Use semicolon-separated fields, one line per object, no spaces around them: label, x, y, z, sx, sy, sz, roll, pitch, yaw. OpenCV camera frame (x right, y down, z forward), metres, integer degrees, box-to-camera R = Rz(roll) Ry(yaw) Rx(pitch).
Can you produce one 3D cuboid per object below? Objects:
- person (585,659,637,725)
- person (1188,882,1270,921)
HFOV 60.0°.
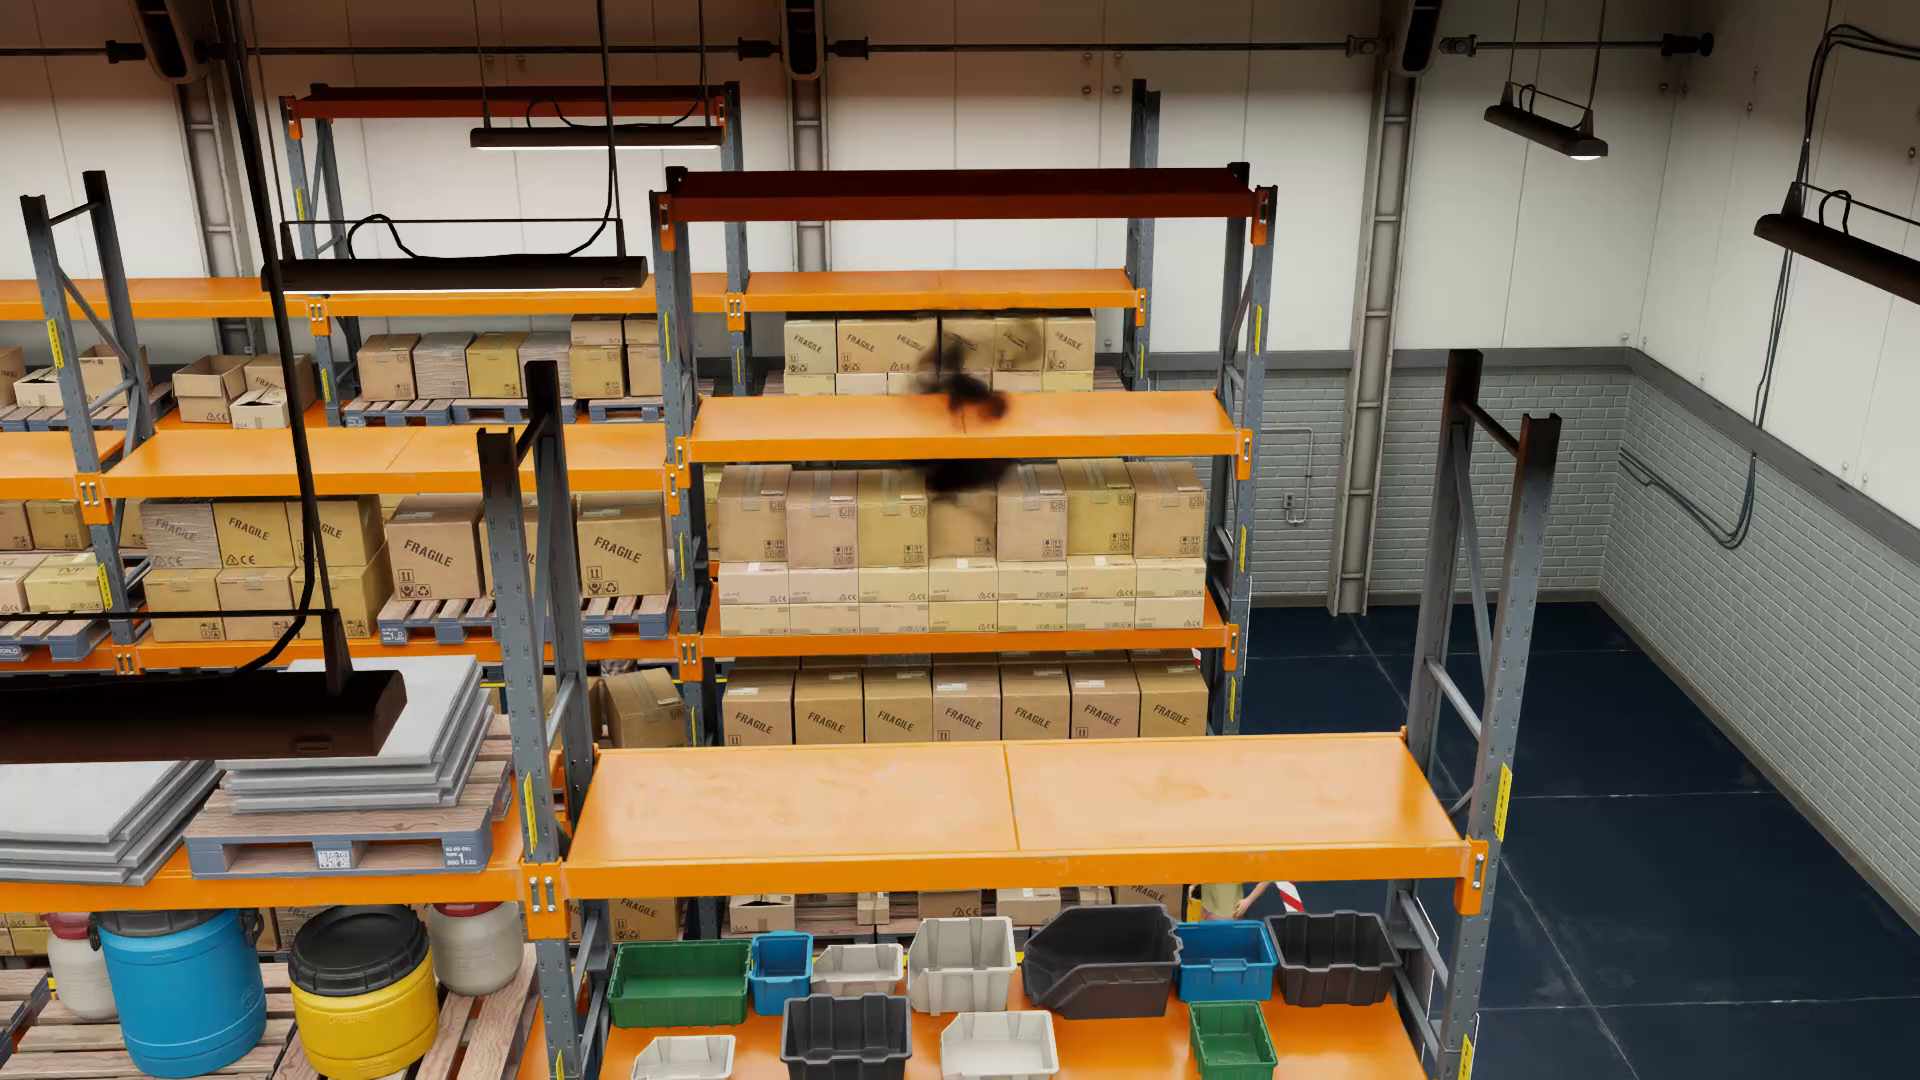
person;-3.281;1.296;15.620;0.573;1.661;0.560;-2;22;-6
person;1.837;2.632;11.851;0.539;1.640;0.614;-12;25;-27
